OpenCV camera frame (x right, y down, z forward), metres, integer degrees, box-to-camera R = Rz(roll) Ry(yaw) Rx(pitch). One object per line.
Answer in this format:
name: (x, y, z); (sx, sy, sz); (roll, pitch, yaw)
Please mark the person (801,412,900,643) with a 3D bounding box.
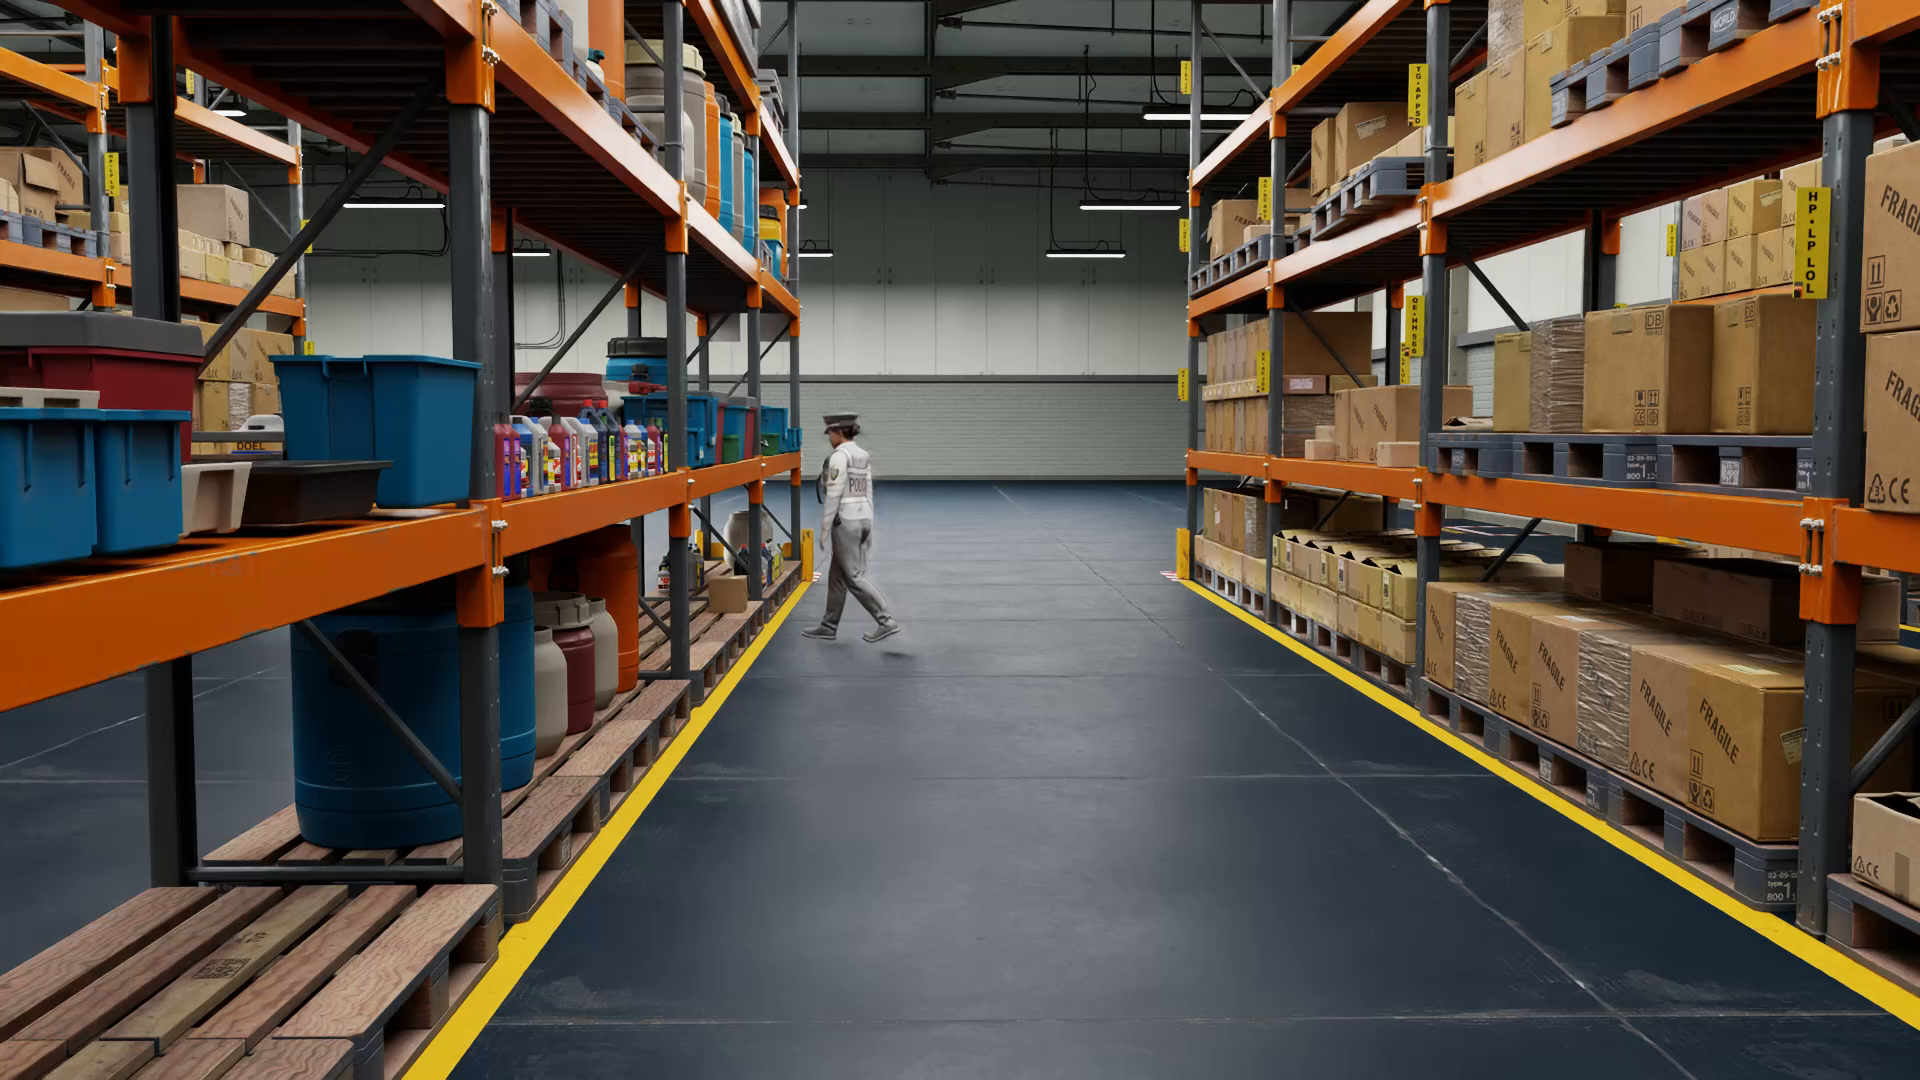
person: (-0.784, -0.088, 11.686); (0.898, 1.626, 0.506); (2, 4, 24)
